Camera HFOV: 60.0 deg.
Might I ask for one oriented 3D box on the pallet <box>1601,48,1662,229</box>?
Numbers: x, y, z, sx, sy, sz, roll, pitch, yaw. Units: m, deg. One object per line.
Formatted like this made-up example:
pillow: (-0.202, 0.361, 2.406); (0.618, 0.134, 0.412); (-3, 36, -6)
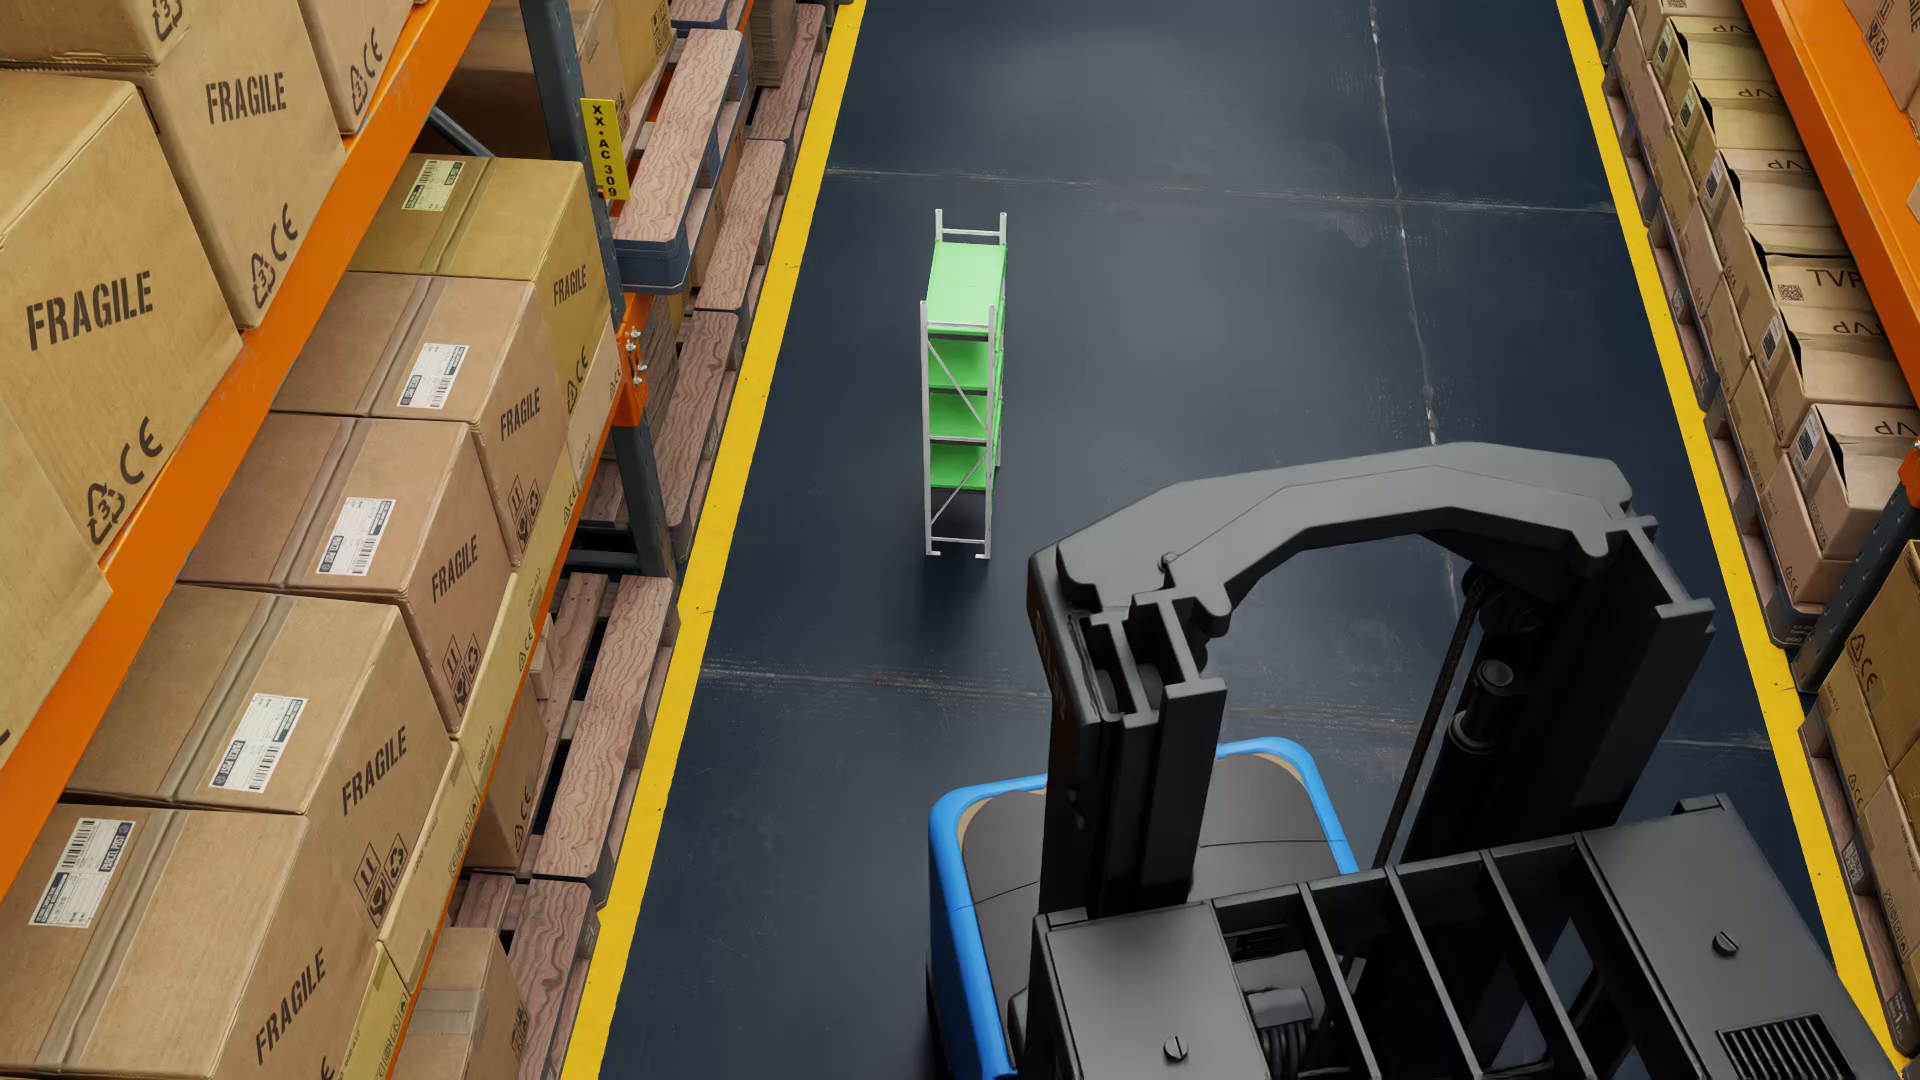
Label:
pallet: (3.657, -1.886, 7.832); (1.003, 0.211, 1.213); (4, 48, 4)

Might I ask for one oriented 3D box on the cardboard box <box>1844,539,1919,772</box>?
cardboard box: (3.052, 0.362, 4.956); (0.500, 0.500, 0.500); (4, 48, 4)

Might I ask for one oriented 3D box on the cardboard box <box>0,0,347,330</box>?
cardboard box: (-1.398, -0.705, 2.748); (0.500, 0.500, 0.500); (2, 48, 2)

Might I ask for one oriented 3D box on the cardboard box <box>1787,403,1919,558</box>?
cardboard box: (3.158, -0.210, 5.608); (0.500, 0.311, 0.500); (4, 48, 4)

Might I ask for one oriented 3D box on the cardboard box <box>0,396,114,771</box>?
cardboard box: (-1.484, 0.063, 2.046); (0.500, 0.500, 0.500); (6, 48, 5)

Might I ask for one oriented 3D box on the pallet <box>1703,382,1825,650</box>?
pallet: (3.435, -0.093, 6.192); (1.003, 0.211, 1.213); (4, 48, 4)

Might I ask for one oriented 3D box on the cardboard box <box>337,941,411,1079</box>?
cardboard box: (-1.446, 1.069, 3.328); (0.500, 0.250, 0.500); (3, 48, 3)

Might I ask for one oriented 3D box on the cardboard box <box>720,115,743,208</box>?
cardboard box: (-1.356, -1.795, 7.254); (0.700, 0.500, 0.500); (4, 48, 3)

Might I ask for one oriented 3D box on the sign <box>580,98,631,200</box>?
sign: (-0.986, -1.082, 4.620); (0.100, 0.325, 0.005); (4, 48, 4)

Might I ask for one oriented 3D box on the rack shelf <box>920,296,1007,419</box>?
rack shelf: (0.015, -0.645, 5.789); (0.258, 0.148, 0.480); (4, 48, 4)

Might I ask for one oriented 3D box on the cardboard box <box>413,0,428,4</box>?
cardboard box: (-1.327, -1.484, 3.460); (0.500, 0.500, 0.500); (5, 48, 5)

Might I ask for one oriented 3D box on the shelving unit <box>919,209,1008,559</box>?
shelving unit: (0.015, -0.527, 5.919); (0.258, 1.200, 0.503); (4, 48, 4)

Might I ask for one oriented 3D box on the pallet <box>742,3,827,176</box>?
pallet: (-1.235, -2.245, 8.160); (1.003, 0.211, 1.213); (4, 48, 4)

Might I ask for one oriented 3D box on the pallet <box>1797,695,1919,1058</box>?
pallet: (3.292, 1.032, 5.163); (1.003, 0.211, 1.213); (4, 48, 4)

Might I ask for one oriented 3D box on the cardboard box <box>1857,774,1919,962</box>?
cardboard box: (3.011, 0.983, 4.897); (0.500, 0.250, 0.500); (4, 48, 4)

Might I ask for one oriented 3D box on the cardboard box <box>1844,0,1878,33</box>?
cardboard box: (3.634, -2.229, 6.188); (0.500, 0.500, 0.500); (2, 48, 1)

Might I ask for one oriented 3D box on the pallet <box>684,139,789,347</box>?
pallet: (-1.349, -1.351, 7.342); (1.003, 0.211, 1.213); (4, 48, 4)

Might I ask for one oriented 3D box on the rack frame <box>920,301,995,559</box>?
rack frame: (-0.007, -0.347, 5.755); (0.240, 1.200, 0.015); (4, 48, 4)

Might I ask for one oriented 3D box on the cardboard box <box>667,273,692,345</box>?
cardboard box: (-1.479, -1.051, 6.574); (0.700, 0.500, 0.500); (3, 48, 3)

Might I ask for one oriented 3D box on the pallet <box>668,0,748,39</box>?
pallet: (-1.302, -2.238, 6.394); (1.003, 0.211, 1.213); (4, 48, 4)

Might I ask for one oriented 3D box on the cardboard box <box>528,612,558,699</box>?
cardboard box: (-1.546, 0.382, 5.490); (0.380, 0.166, 0.250); (-2, 48, -2)

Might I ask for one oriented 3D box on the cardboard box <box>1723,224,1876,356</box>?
cardboard box: (3.247, -0.960, 6.294); (0.500, 0.311, 0.500); (4, 48, 3)

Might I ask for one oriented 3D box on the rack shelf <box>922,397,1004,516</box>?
rack shelf: (0.015, -0.321, 6.143); (0.258, 0.148, 0.480); (4, 48, 4)

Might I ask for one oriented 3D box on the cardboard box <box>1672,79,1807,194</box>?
cardboard box: (3.342, -1.706, 6.977); (0.500, 0.311, 0.500); (3, 48, 2)

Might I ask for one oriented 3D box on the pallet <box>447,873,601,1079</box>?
pallet: (-1.662, 1.515, 4.721); (1.003, 0.211, 1.213); (4, 48, 4)

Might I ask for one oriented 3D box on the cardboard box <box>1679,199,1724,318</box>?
cardboard box: (3.297, -1.150, 6.848); (0.500, 0.250, 0.500); (5, 48, 4)

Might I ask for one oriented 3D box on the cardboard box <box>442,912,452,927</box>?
cardboard box: (-1.693, 1.167, 4.784); (0.380, 0.149, 0.250); (0, 48, 0)

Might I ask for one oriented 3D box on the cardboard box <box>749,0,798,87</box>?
cardboard box: (-1.176, -2.532, 7.929); (0.700, 0.500, 0.500); (4, 48, 4)

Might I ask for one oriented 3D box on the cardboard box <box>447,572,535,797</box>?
cardboard box: (-1.353, 0.328, 4.006); (0.500, 0.250, 0.500); (4, 48, 3)

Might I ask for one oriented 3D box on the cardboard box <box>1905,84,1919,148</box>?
cardboard box: (3.541, -1.474, 5.498); (0.500, 0.500, 0.500); (7, 48, 6)

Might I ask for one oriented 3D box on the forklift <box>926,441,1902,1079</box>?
forklift: (0.695, 1.375, 3.006); (1.130, 2.935, 3.031); (-8, 48, -8)

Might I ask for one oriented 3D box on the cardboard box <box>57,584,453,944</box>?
cardboard box: (-1.405, 0.457, 3.379); (0.500, 0.500, 0.500); (5, 48, 5)

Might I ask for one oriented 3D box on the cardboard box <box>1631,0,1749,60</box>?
cardboard box: (3.431, -2.468, 7.673); (0.500, 0.311, 0.500); (5, 48, 5)

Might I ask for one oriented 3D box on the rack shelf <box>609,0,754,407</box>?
rack shelf: (-1.345, -2.048, 6.578); (1.077, 0.370, 4.000); (4, 48, 4)

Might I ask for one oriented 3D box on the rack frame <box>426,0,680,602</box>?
rack frame: (-1.527, -0.821, 4.968); (1.000, 3.000, 0.127); (4, 48, 4)

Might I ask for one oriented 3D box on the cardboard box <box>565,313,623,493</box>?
cardboard box: (-1.268, -0.408, 4.679); (0.500, 0.250, 0.500); (4, 48, 4)

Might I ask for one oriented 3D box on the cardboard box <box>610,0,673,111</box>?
cardboard box: (-1.389, -1.785, 5.484); (0.700, 0.500, 0.500); (8, 48, 8)

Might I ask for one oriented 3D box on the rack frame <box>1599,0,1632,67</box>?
rack frame: (3.771, -3.430, 7.354); (1.000, 3.000, 0.127); (4, 48, 4)

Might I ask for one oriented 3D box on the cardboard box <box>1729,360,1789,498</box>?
cardboard box: (3.203, -0.400, 6.162); (0.500, 0.250, 0.500); (3, 48, 3)

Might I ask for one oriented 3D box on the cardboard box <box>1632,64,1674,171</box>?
cardboard box: (3.386, -1.909, 7.542); (0.500, 0.250, 0.500); (3, 48, 2)

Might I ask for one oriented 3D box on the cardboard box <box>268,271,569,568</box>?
cardboard box: (-1.302, -0.295, 4.067); (0.500, 0.500, 0.500); (4, 48, 3)

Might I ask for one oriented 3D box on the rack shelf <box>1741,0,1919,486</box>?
rack shelf: (3.589, -1.717, 6.275); (1.077, 0.370, 4.000); (4, 48, 4)
